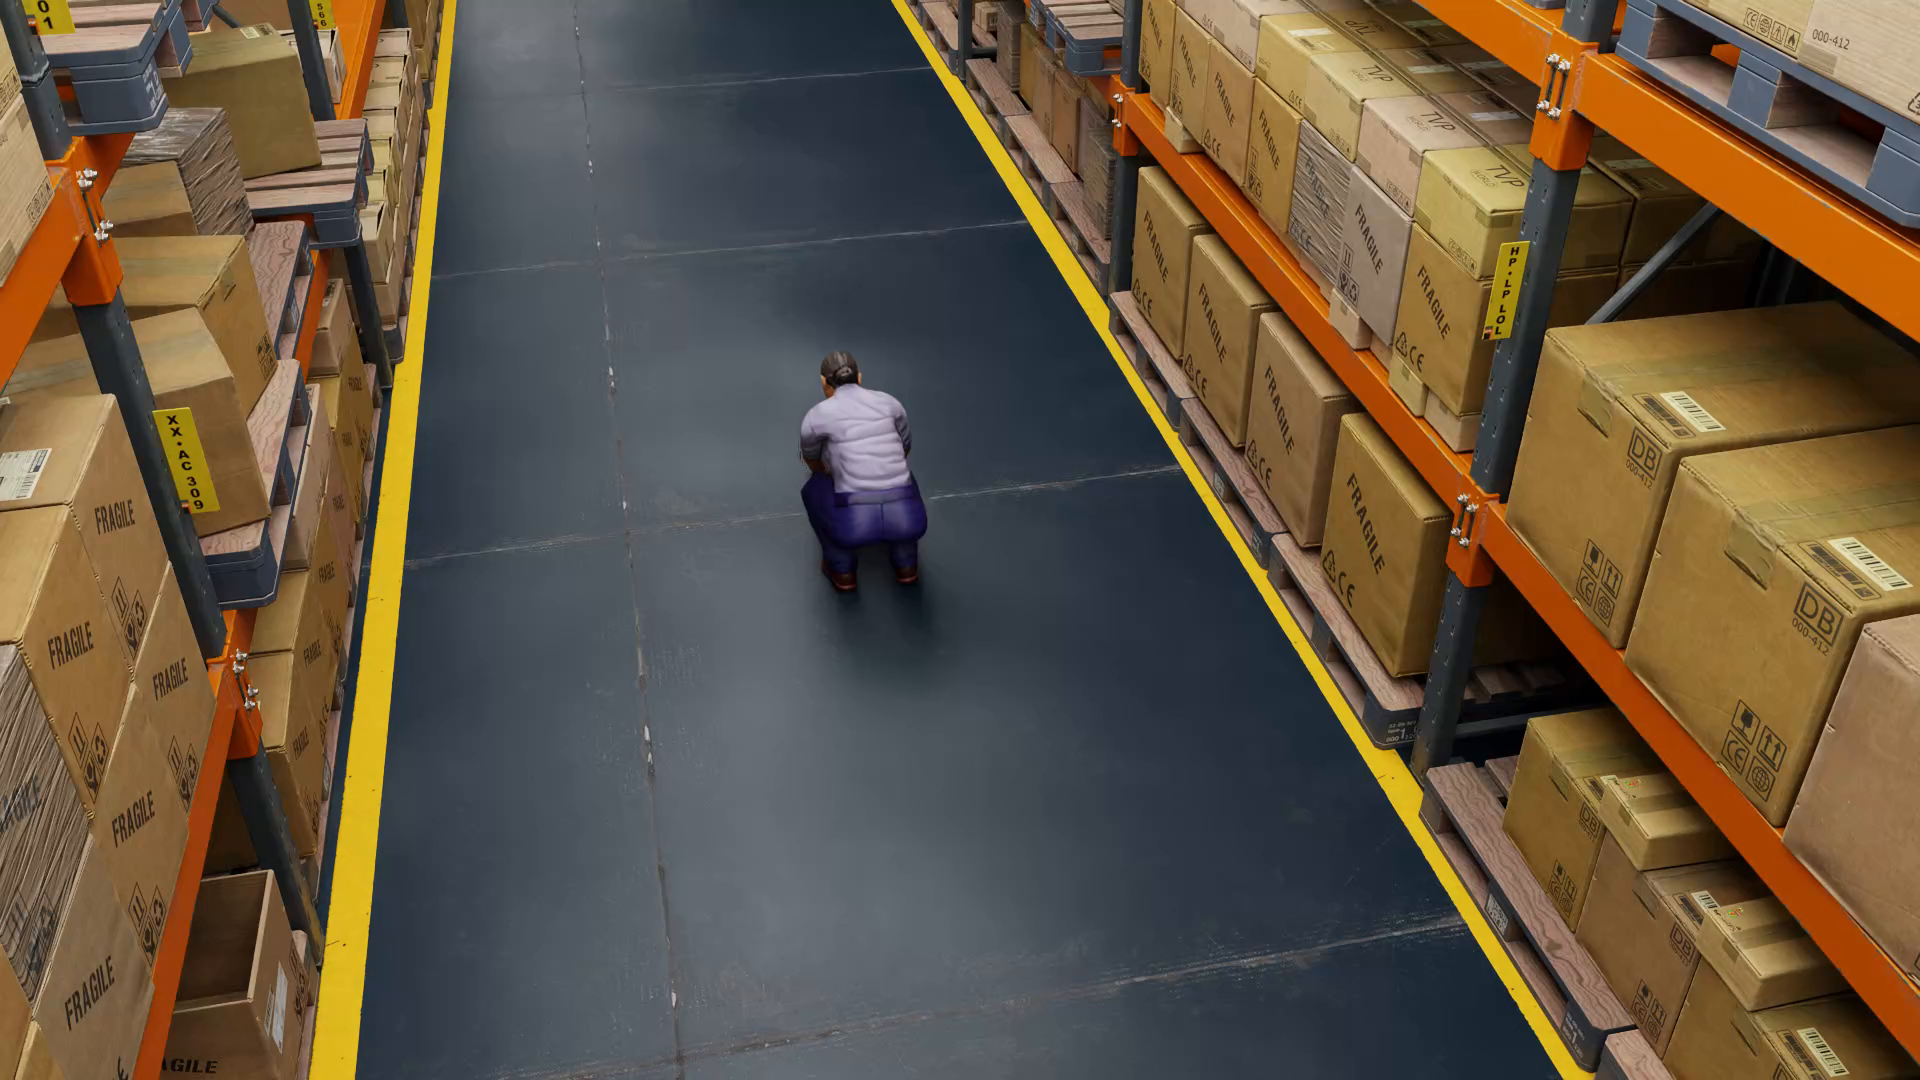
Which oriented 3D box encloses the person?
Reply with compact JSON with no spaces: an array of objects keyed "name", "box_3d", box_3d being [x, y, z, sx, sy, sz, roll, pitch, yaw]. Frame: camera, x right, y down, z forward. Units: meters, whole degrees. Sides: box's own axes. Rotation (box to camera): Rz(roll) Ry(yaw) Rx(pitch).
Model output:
[{"name":"person","box_3d":[-0.427,-0.309,7.255,0.529,0.926,0.828,-7,35,-10]}]
